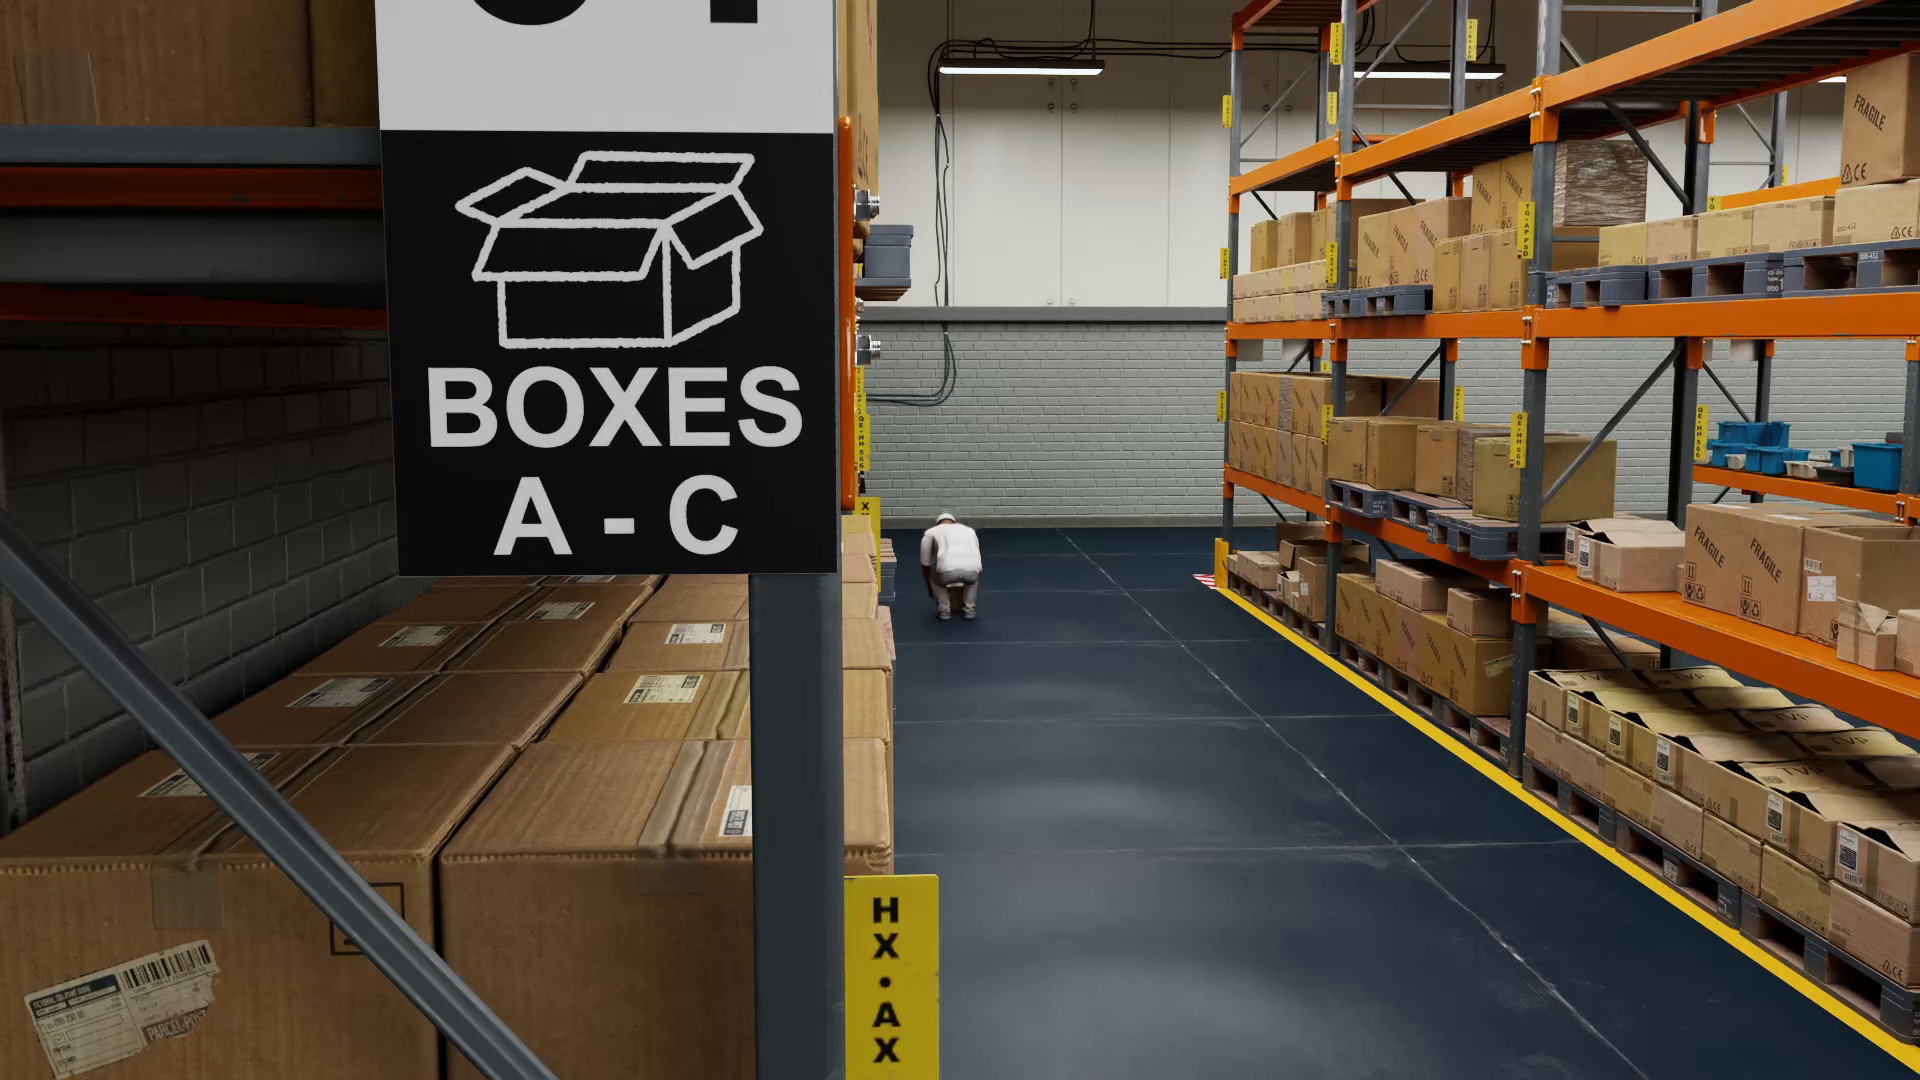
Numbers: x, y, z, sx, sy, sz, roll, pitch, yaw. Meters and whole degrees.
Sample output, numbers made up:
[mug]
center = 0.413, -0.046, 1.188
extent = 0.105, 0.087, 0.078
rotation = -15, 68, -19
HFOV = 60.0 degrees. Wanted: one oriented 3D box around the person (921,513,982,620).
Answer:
[person]
center = -0.082, 0.255, 15.942
extent = 0.576, 0.957, 0.895
rotation = -1, 7, -5
